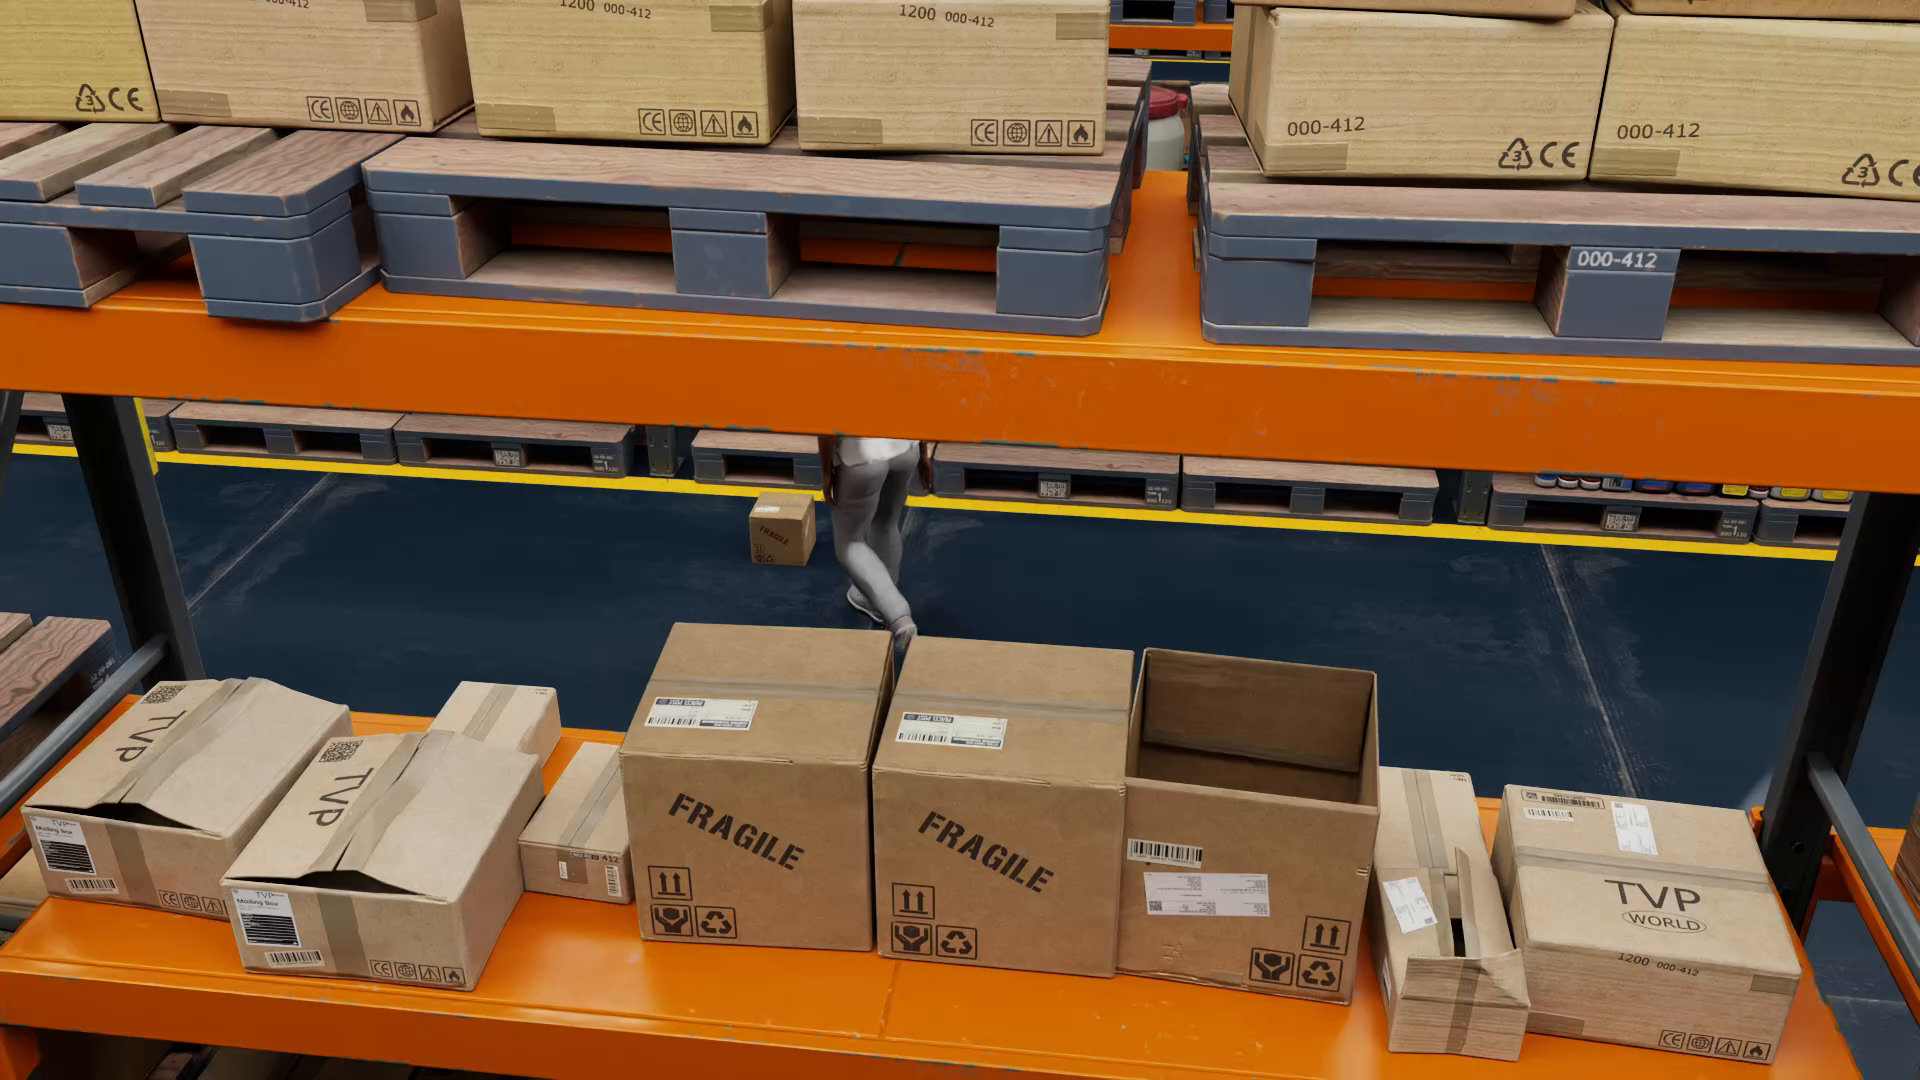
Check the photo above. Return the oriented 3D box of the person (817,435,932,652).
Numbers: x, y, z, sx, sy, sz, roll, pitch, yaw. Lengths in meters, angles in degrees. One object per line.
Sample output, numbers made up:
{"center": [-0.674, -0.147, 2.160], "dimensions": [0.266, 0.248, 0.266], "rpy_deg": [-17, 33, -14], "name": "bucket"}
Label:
{"center": [-0.317, -0.325, 6.689], "dimensions": [0.513, 1.663, 0.720], "rpy_deg": [-19, 34, -31], "name": "person"}
